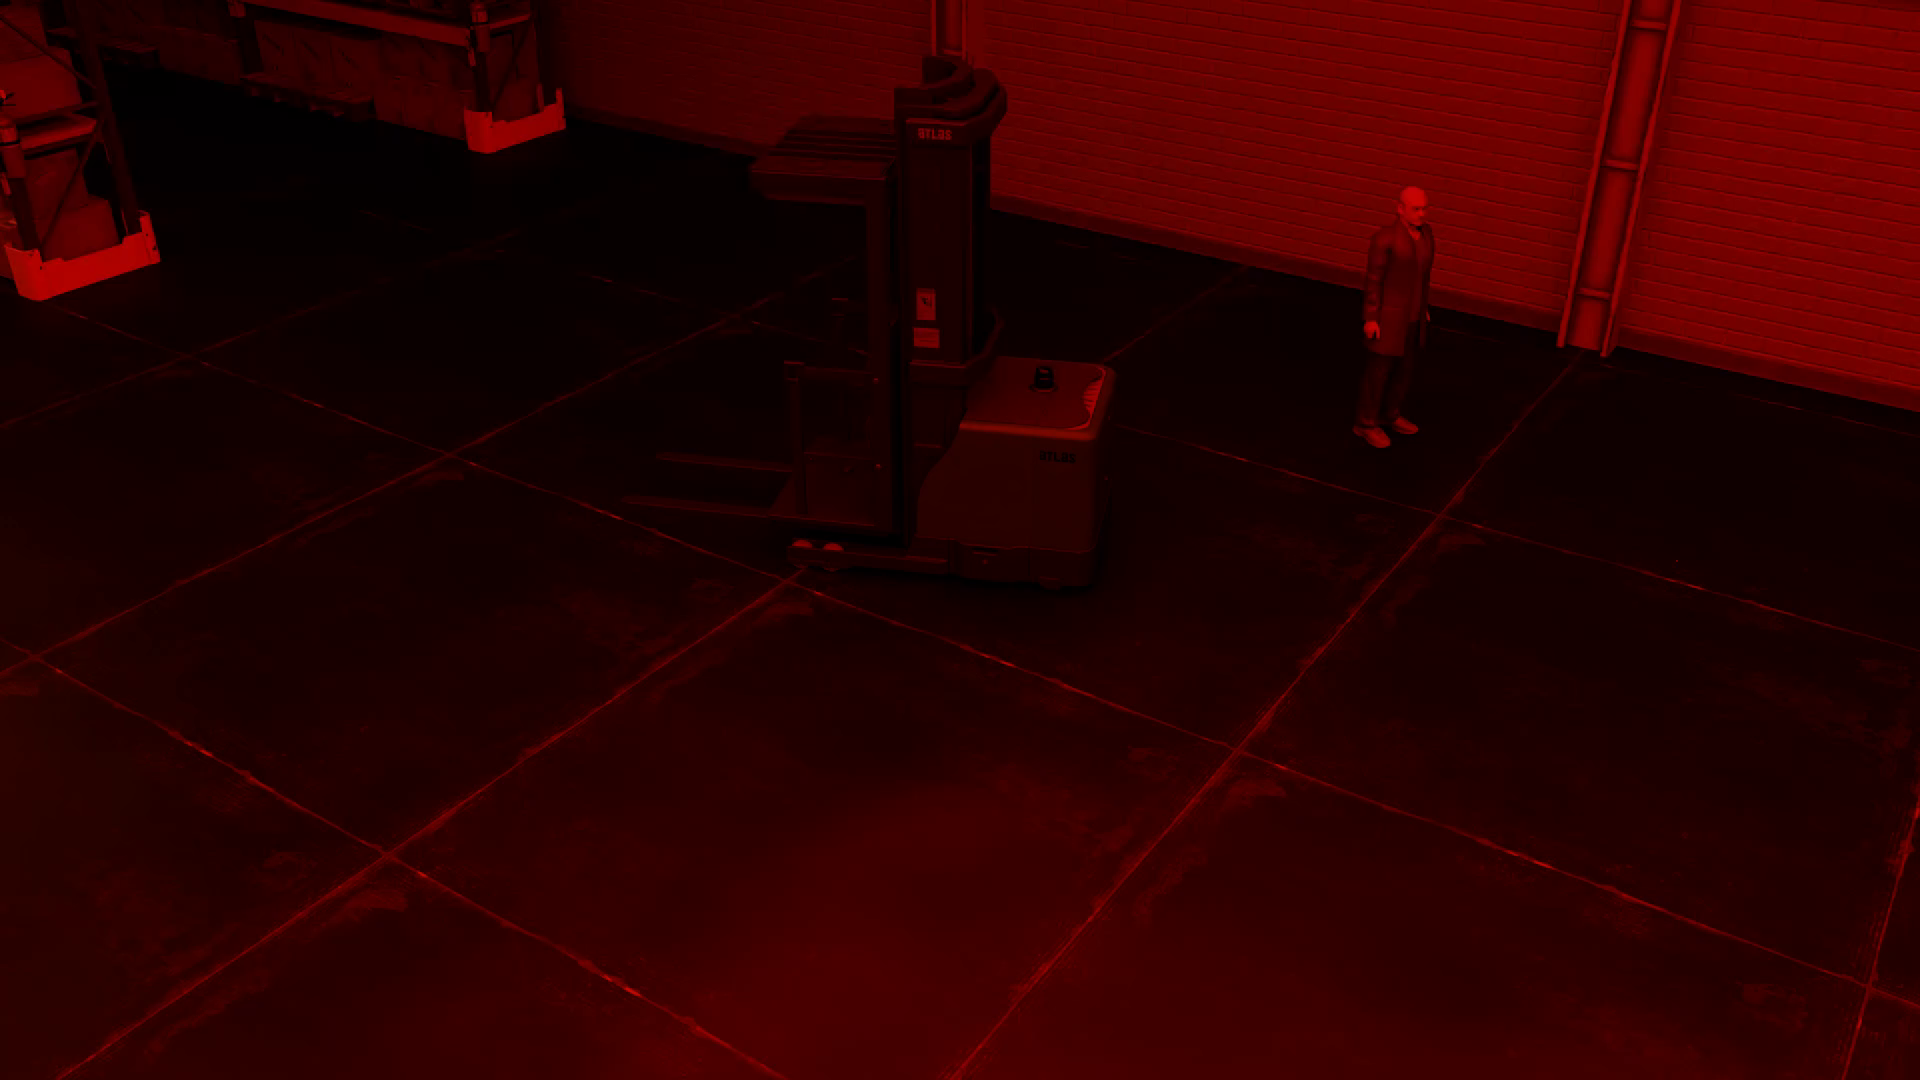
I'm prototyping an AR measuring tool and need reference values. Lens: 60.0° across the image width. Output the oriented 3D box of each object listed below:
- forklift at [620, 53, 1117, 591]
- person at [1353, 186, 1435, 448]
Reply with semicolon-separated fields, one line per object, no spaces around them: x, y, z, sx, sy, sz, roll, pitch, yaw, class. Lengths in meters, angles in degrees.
-0.596;-1.330;9.871;3.031;2.935;1.130;6;31;10;forklift
3.017;-1.530;11.361;0.605;1.783;0.400;-21;36;-31;person
